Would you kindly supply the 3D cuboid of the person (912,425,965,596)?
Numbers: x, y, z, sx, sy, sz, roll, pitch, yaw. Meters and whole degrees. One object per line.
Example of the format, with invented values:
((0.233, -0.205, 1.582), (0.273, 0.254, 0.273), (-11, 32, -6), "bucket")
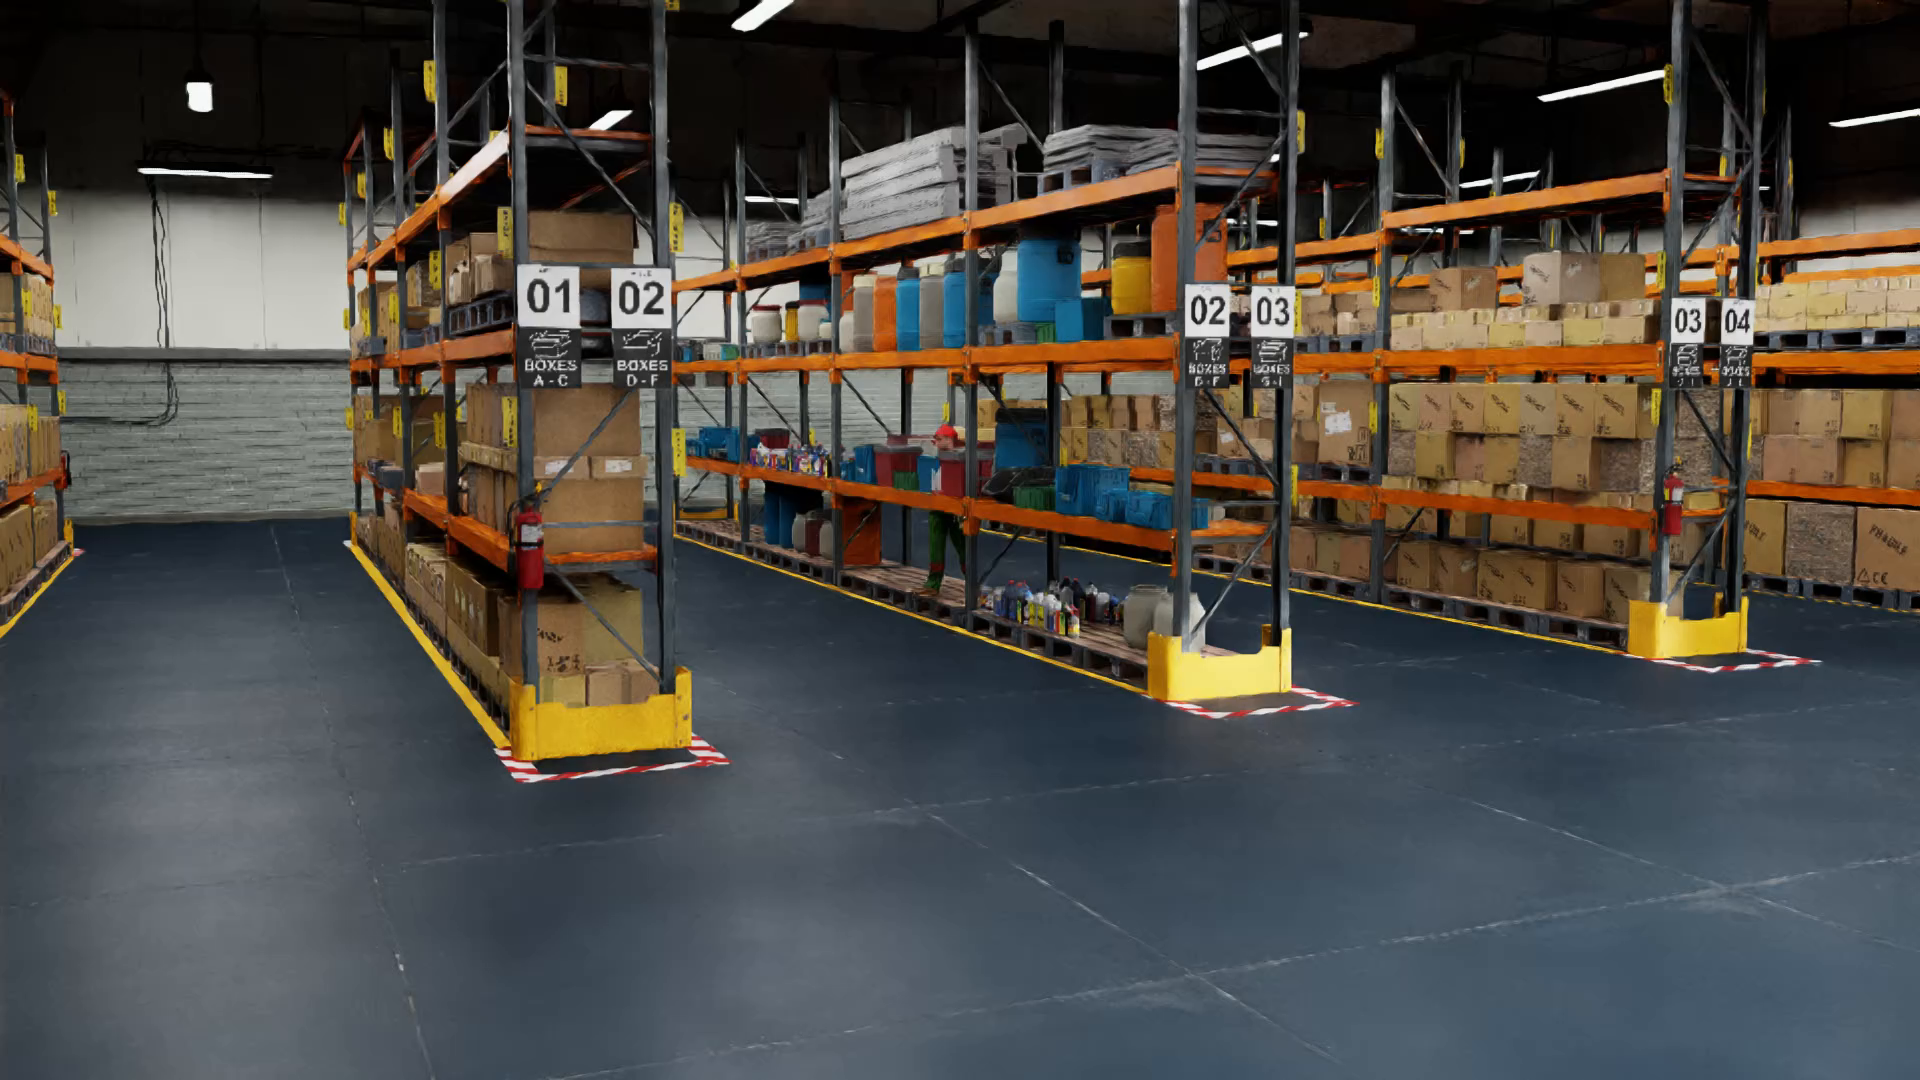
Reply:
((-0.158, -0.304, 17.357), (0.630, 1.790, 0.717), (-4, 7, -38), "person")
